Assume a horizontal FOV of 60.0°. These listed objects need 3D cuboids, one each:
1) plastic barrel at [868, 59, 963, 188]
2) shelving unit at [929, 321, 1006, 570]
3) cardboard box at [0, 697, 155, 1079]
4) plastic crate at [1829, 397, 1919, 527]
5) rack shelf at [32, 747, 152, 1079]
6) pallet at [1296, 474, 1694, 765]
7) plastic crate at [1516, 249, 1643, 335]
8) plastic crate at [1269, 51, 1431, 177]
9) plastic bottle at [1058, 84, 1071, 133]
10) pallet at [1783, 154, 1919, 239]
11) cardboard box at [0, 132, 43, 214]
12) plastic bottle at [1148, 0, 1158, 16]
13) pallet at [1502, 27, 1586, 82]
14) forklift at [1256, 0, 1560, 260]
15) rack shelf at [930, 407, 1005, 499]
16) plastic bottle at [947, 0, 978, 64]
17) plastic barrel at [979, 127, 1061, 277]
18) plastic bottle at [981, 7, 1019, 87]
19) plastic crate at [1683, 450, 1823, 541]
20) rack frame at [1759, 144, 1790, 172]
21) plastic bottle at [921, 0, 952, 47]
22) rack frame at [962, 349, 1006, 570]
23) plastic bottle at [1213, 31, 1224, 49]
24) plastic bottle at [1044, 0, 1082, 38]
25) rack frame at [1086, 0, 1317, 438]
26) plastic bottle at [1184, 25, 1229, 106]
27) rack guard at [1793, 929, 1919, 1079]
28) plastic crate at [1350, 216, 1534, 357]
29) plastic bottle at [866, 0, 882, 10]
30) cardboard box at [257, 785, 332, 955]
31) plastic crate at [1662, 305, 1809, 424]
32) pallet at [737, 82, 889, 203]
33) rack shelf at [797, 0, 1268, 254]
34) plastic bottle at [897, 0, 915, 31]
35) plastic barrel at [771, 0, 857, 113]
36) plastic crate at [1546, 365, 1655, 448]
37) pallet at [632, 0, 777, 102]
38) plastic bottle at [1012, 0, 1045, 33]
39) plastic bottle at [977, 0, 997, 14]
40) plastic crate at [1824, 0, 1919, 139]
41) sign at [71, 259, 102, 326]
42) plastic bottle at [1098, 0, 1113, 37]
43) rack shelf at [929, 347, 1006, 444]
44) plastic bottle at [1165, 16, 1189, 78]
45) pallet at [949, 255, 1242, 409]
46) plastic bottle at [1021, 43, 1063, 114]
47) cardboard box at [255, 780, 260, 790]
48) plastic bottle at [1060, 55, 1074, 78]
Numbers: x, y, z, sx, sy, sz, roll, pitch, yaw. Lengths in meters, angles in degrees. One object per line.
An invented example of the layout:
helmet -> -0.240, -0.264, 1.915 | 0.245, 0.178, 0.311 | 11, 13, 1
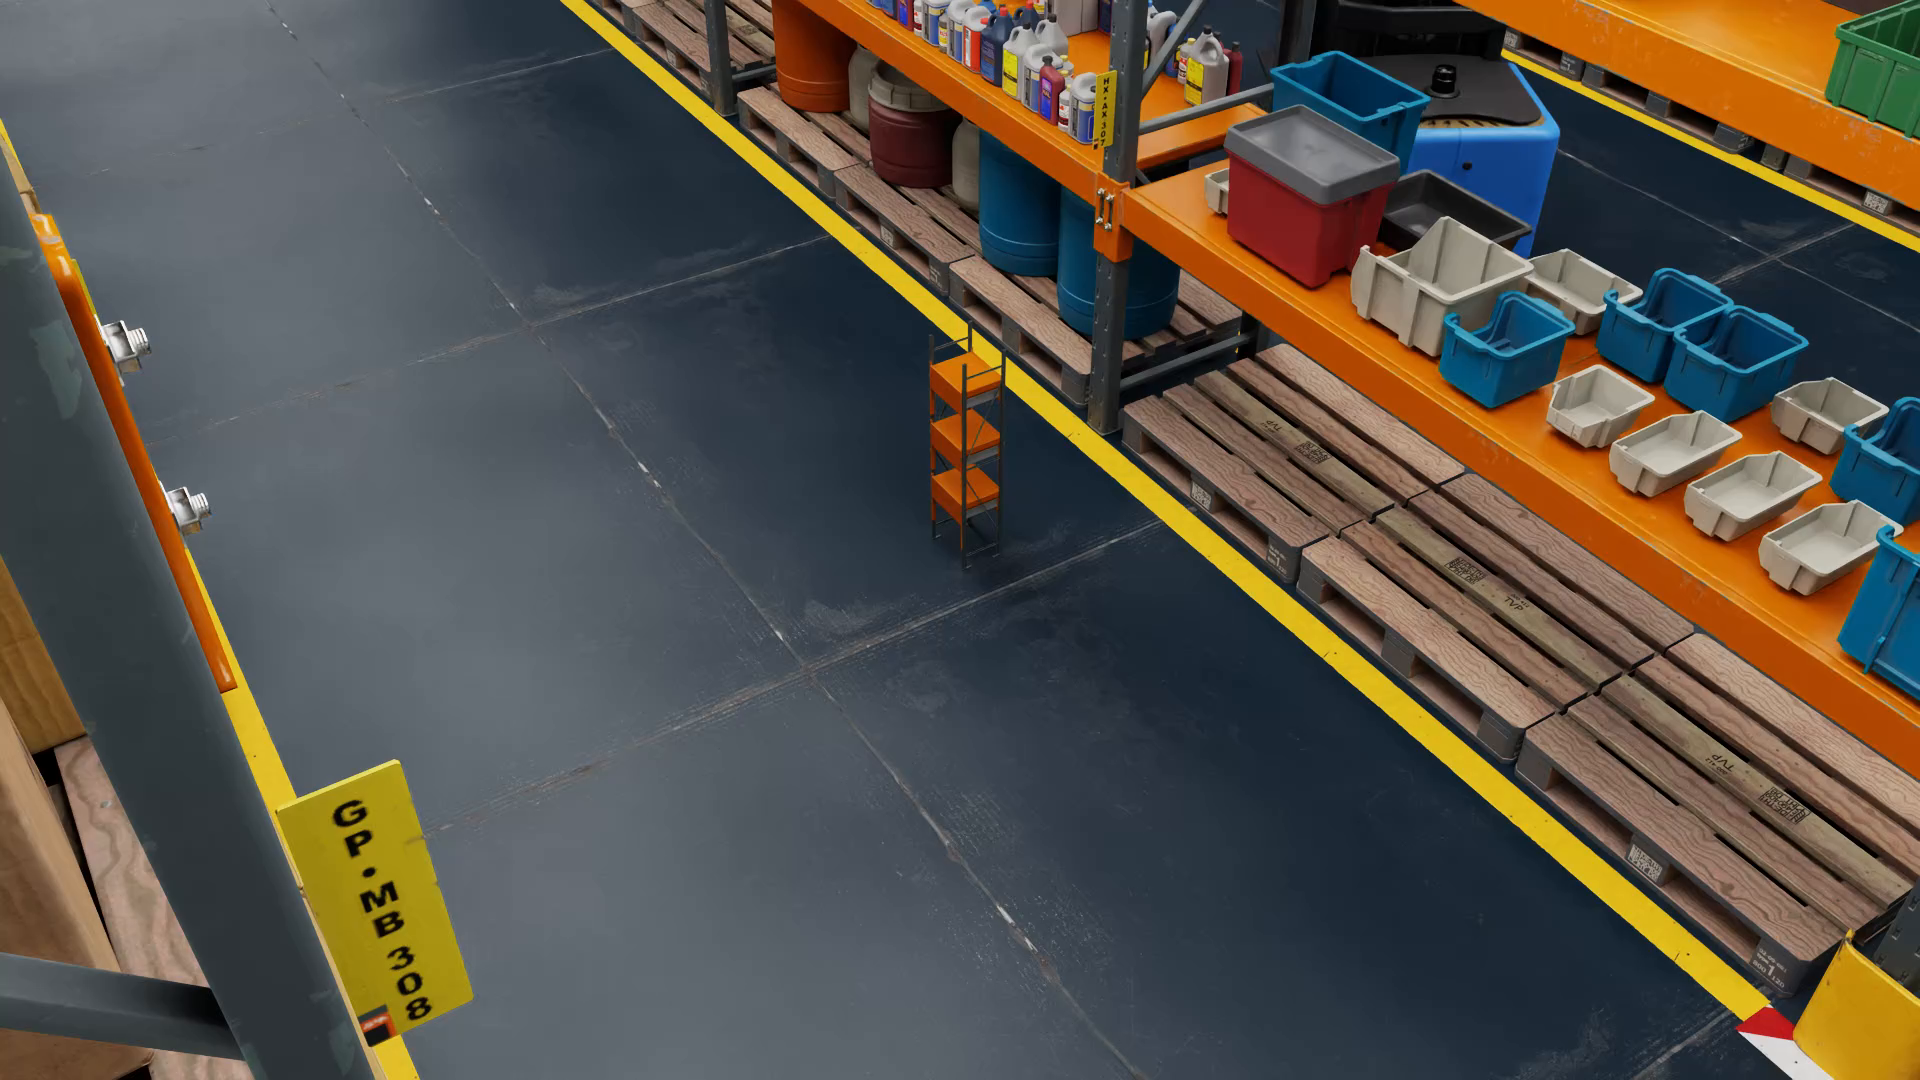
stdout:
plastic barrel -> -0.210, -2.363, 9.298 | 0.600, 0.588, 0.708 | -22, 45, -24
shelving unit -> 0.029, -0.374, 6.879 | 0.215, 1.050, 0.252 | -22, 45, -24
cardboard box -> -1.294, 0.374, 1.630 | 0.700, 0.500, 0.500 | -25, 46, -27
plastic crate -> 2.998, -0.239, 5.277 | 0.416, 0.233, 0.300 | -22, 45, -24
rack shelf -> -2.044, 0.072, 3.040 | 1.077, 0.370, 4.000 | -22, 45, -24
pallet -> 2.144, 0.277, 6.753 | 1.003, 0.211, 1.213 | -22, 45, -24
plastic crate -> 2.246, -0.922, 6.173 | 0.293, 0.136, 0.466 | -22, 45, -24
plastic crate -> 1.595, -1.719, 6.936 | 0.392, 0.384, 0.575 | -22, 45, -24
plastic bottle -> 0.486, -1.915, 7.360 | 0.097, 0.201, 0.097 | 0, 40, 0
pallet -> 5.603, -2.097, 9.602 | 1.003, 0.211, 1.213 | -22, 45, -24
cardboard box -> -4.917, -1.256, 7.746 | 1.225, 0.875, 0.875 | -24, 46, -26
plastic bottle -> 0.893, -2.438, 7.933 | 0.097, 0.271, 0.097 | 0, 40, 0
pallet -> 4.105, -3.554, 11.350 | 1.003, 0.211, 1.213 | -22, 45, -24
forklift -> 2.318, -3.191, 8.790 | 1.130, 2.935, 3.031 | -2, 40, -2
rack shelf -> 0.029, -0.366, 6.886 | 0.215, 0.259, 0.240 | -22, 45, -24
plastic bottle -> 0.032, -2.433, 7.923 | 0.152, 0.276, 0.135 | -22, 45, -24
plastic barrel -> 0.397, -1.874, 8.467 | 0.600, 0.901, 0.708 | -22, 45, -24
plastic bottle -> 0.187, -2.301, 7.707 | 0.144, 0.351, 0.185 | -22, 45, -24
plastic crate -> 2.472, -0.139, 5.233 | 0.396, 0.136, 0.243 | -22, 45, -24
rack frame -> 5.235, -3.540, 9.155 | 1.000, 3.000, 0.127 | -22, 45, -24
plastic bottle -> -0.093, -2.558, 8.073 | 0.152, 0.276, 0.135 | -22, 45, -24
rack frame -> 0.094, -0.309, 6.800 | 0.200, 1.050, 0.008 | -22, 45, -24
plastic bottle -> 1.147, -2.209, 7.649 | 0.061, 0.283, 0.133 | -22, 45, -24
plastic bottle -> 0.502, -2.618, 8.145 | 0.152, 0.276, 0.135 | -22, 45, -24
rack frame -> 1.056, -1.837, 7.111 | 1.000, 3.000, 0.127 | -22, 45, -24
plastic bottle -> 1.118, -2.141, 7.515 | 0.144, 0.351, 0.185 | -22, 45, -24
rack guard -> 3.231, 1.291, 5.310 | 1.175, 0.500, 0.348 | -22, 45, -24
plastic crate -> 1.722, -0.927, 6.065 | 0.437, 0.282, 0.530 | -22, 45, -24
plastic bottle -> -0.389, -2.855, 8.430 | 0.152, 0.276, 0.135 | -22, 45, -24
cardboard box -> -1.552, 0.783, 3.266 | 0.500, 0.500, 0.500 | -23, 45, -26
plastic crate -> 2.644, -0.594, 5.703 | 0.416, 0.233, 0.300 | -22, 45, -24
pallet -> -0.636, -2.513, 10.101 | 1.003, 0.211, 1.213 | -22, 45, -24
rack shelf -> -0.019, -2.640, 8.637 | 1.077, 0.370, 4.000 | -22, 45, -24
plastic bottle -> -0.256, -2.670, 8.202 | 0.061, 0.283, 0.133 | -22, 45, -24
plastic barrel -> -0.817, -3.065, 9.953 | 0.600, 0.830, 0.708 | -22, 45, -24
plastic crate -> 2.127, -0.434, 5.587 | 0.298, 0.136, 0.250 | -22, 45, -24
pallet -> -1.478, -3.356, 11.113 | 1.003, 0.211, 1.213 | -22, 45, -24
plastic bottle -> 0.308, -2.351, 7.766 | 0.144, 0.351, 0.185 | -22, 45, -24
plastic bottle -> 0.127, -2.484, 7.988 | 0.097, 0.271, 0.097 | 0, 40, 0
plastic crate -> 2.436, -1.183, 4.149 | 0.450, 0.188, 0.336 | -22, 45, -24
sign -> -2.653, -0.687, 4.993 | 0.100, 0.325, 0.005 | -22, 45, -24
plastic bottle -> 0.741, -2.616, 8.138 | 0.061, 0.283, 0.133 | -22, 45, -24
rack shelf -> 0.029, -0.584, 6.704 | 0.215, 0.259, 0.240 | -22, 45, -24
plastic bottle -> 1.017, -2.313, 7.783 | 0.097, 0.271, 0.097 | 0, 40, 0
pallet -> 0.676, -1.196, 8.521 | 1.003, 0.211, 1.213 | -22, 45, -24
plastic bottle -> 0.375, -2.088, 7.509 | 0.152, 0.276, 0.135 | -22, 45, -24
cardboard box -> -1.988, 0.710, 4.251 | 0.380, 0.149, 0.250 | -23, 45, -25
plastic bottle -> 0.470, -2.112, 7.597 | 0.097, 0.201, 0.097 | 0, 40, 0
